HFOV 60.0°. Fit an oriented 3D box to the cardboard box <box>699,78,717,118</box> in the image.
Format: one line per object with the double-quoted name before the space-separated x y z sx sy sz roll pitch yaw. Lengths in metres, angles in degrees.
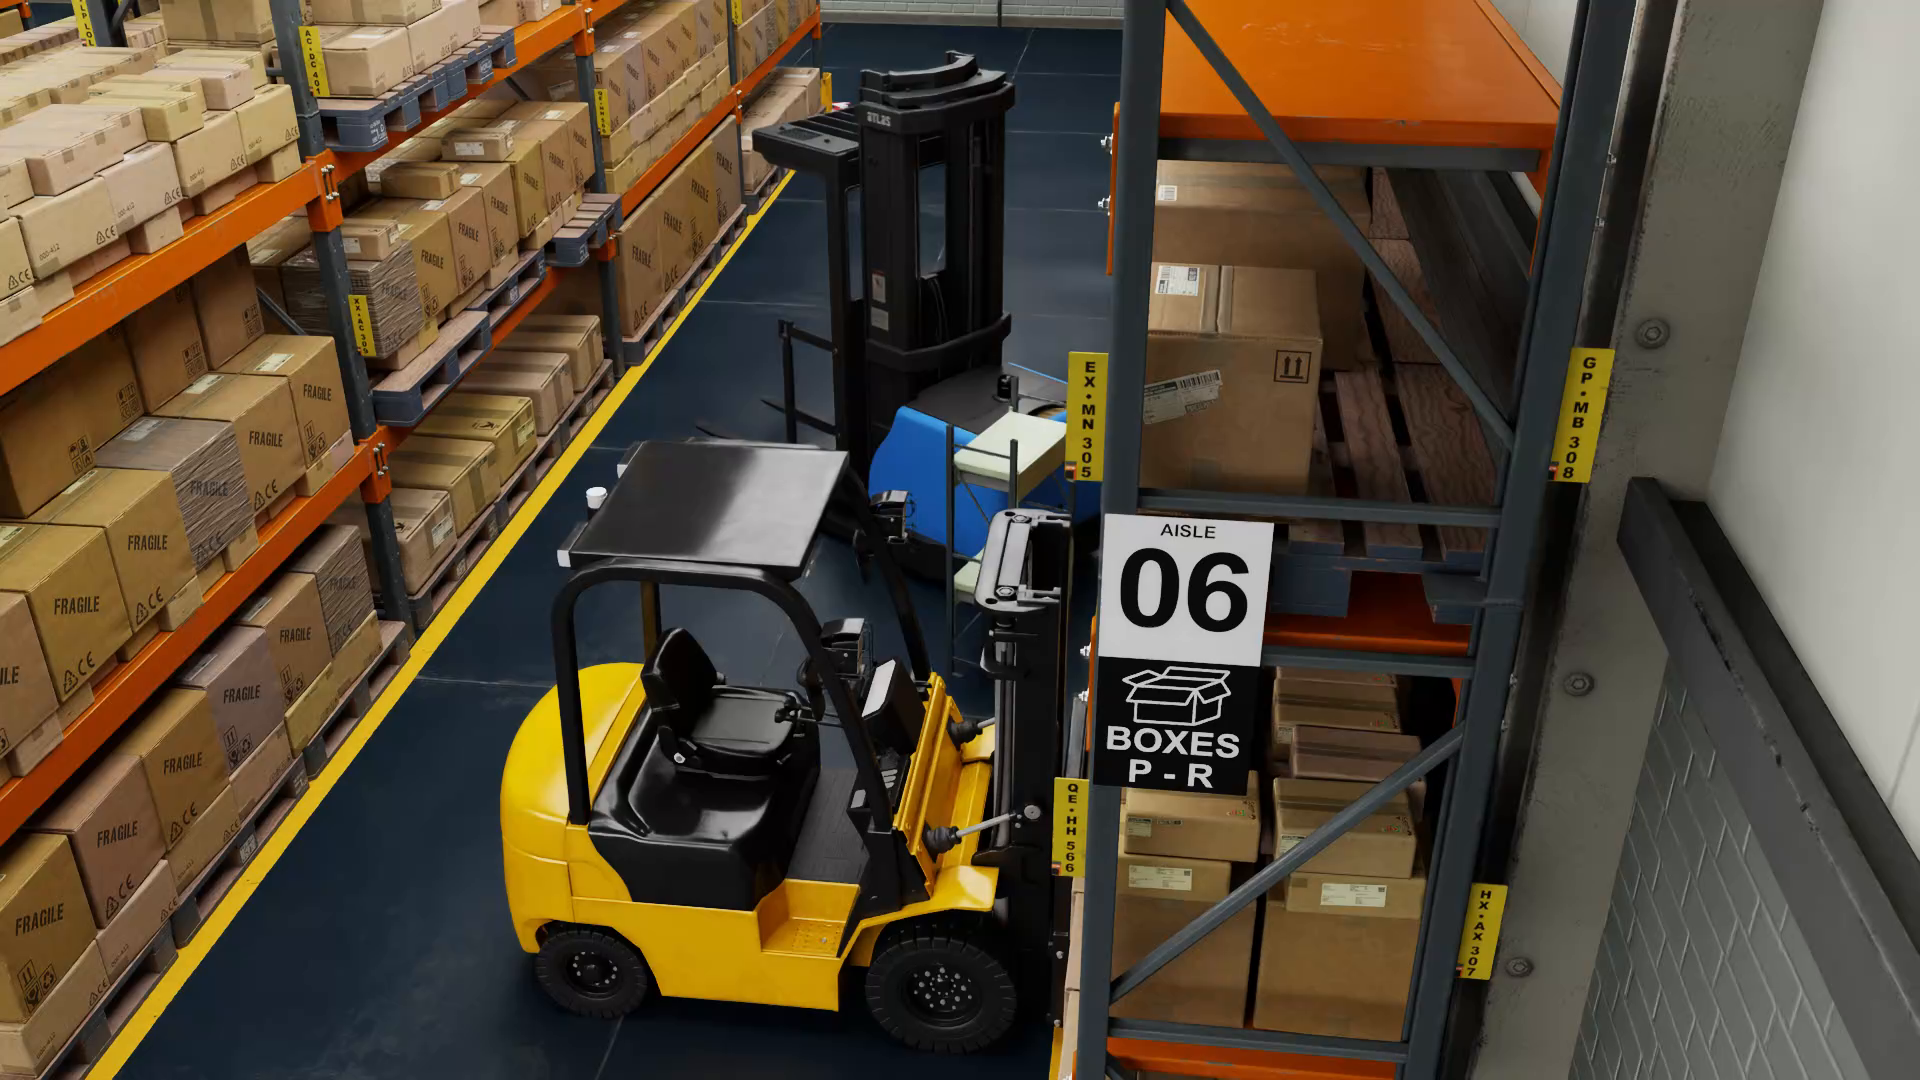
"cardboard box" -2.488 -3.977 14.919 0.500 0.250 0.500 3 28 5

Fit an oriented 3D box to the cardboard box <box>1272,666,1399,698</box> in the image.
"cardboard box" 1.219 0.459 5.424 0.380 0.149 0.250 4 29 6

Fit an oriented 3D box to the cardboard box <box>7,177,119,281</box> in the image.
"cardboard box" -3.571 -1.187 6.265 0.500 0.250 0.500 4 29 7

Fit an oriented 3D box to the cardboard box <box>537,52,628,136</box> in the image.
"cardboard box" -2.806 -3.327 12.396 0.500 0.500 0.500 2 28 5

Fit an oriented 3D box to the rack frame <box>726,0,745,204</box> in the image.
"rack frame" -2.619 -4.508 15.747 1.000 3.000 0.127 3 28 6

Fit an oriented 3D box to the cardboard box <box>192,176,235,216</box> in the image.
"cardboard box" -3.461 -1.550 7.360 0.380 0.149 0.250 4 29 7

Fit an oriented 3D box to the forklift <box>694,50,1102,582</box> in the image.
"forklift" -0.533 -1.524 10.280 3.031 2.935 1.130 24 37 37

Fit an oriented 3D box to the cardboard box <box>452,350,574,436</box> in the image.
"cardboard box" -3.271 -1.040 11.638 0.950 0.372 0.625 3 28 5

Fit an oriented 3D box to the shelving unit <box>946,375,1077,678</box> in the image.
"shelving unit" 0.285 -0.034 9.023 0.431 1.500 0.755 14 32 25

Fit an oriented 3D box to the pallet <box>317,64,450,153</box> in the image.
"pallet" -3.418 -2.265 8.618 1.213 0.211 1.003 3 28 6

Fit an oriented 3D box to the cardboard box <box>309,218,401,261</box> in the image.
"cardboard box" -3.191 -1.589 8.783 0.380 0.149 0.250 3 28 6

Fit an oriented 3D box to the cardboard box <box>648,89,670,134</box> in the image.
"cardboard box" -2.665 -3.481 13.471 0.500 0.250 0.500 3 28 6

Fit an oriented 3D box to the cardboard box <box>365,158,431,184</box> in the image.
"cardboard box" -3.579 -2.056 10.333 0.500 0.500 0.500 2 28 4

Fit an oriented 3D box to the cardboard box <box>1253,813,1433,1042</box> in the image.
"cardboard box" 1.173 1.166 5.109 0.500 0.500 0.500 4 29 8

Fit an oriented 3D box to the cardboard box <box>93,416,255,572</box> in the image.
"cardboard box" -3.523 -0.207 7.344 0.500 0.500 0.500 4 29 8

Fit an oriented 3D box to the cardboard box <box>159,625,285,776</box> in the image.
"cardboard box" -3.528 0.727 7.696 0.500 0.500 0.500 5 29 9

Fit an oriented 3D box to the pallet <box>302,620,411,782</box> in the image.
"pallet" -3.647 0.803 8.828 1.003 0.211 1.213 3 28 6

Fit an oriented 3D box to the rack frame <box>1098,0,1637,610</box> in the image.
"rack frame" 0.837 -1.214 3.307 1.000 3.000 0.127 3 28 6

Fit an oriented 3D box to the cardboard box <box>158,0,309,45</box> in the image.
"cardboard box" -3.655 -2.682 8.384 0.500 0.250 0.500 4 29 7

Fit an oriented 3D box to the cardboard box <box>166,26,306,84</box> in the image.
"cardboard box" -3.672 -2.465 8.508 0.500 0.250 0.500 3 28 5

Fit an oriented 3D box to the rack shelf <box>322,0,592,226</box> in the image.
"rack shelf" -3.355 -2.688 9.964 1.077 0.370 4.000 3 28 6

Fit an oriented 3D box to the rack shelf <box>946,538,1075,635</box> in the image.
"rack shelf" 0.285 0.253 9.178 0.431 0.370 0.720 14 32 25

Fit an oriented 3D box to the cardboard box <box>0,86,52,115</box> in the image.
"cardboard box" -4.065 -1.804 6.990 0.380 0.149 0.250 3 28 6

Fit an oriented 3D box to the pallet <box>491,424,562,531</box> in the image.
"pallet" -3.359 -0.457 11.168 1.003 0.211 1.213 3 28 6

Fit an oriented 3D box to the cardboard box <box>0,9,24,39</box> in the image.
"cardboard box" -11.964 -5.910 20.148 0.875 0.875 0.875 3 28 6

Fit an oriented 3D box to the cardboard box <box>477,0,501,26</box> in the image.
"cardboard box" -3.268 -3.272 10.181 0.797 0.503 0.637 3 28 6

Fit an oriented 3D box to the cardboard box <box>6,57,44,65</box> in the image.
"cardboard box" -7.657 -3.902 13.817 0.380 0.149 0.250 5 29 9

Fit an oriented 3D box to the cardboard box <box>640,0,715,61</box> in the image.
"cardboard box" -2.481 -4.523 14.616 0.500 0.500 0.500 4 29 7

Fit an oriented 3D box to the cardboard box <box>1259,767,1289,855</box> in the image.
"cardboard box" 1.103 0.833 5.044 0.380 0.149 0.250 3 28 6

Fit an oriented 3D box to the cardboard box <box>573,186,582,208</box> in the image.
"cardboard box" -2.877 -2.401 11.658 0.380 0.149 0.250 4 29 7

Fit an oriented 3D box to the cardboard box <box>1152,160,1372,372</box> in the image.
"cardboard box" 0.874 -0.865 5.169 0.700 0.500 0.500 4 29 7

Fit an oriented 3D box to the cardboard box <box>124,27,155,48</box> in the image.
"cardboard box" -7.498 -4.512 14.950 0.380 0.149 0.250 3 28 6

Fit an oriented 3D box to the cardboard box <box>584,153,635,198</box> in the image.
"cardboard box" -2.800 -2.775 12.688 0.500 0.250 0.500 3 28 5

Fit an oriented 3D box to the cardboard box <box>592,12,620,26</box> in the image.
"cardboard box" -3.115 -4.081 13.795 0.500 0.500 0.500 3 28 5

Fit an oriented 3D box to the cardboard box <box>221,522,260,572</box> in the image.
"cardboard box" -3.458 0.016 7.615 0.380 0.149 0.250 3 28 5

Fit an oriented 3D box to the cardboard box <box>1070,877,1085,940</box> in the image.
"cardboard box" 0.692 1.299 6.370 0.500 0.250 0.500 4 29 7

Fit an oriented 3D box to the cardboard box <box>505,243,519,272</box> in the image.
"cardboard box" -3.028 -1.798 10.538 0.380 0.149 0.250 2 28 5

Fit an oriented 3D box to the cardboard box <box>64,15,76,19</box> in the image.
"cardboard box" -8.077 -4.794 15.473 0.380 0.149 0.250 4 29 8

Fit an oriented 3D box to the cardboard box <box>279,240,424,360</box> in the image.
"cardboard box" -3.258 -1.306 8.942 0.500 0.500 0.500 4 29 7

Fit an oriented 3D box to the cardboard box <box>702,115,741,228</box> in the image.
"cardboard box" -2.616 -3.461 15.601 0.875 0.875 0.875 4 29 8

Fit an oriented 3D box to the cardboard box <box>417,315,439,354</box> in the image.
"cardboard box" -3.179 -1.175 9.383 0.380 0.149 0.250 4 29 7

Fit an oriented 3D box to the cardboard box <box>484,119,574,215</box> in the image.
"cardboard box" -2.942 -2.511 11.178 0.500 0.500 0.500 3 28 5

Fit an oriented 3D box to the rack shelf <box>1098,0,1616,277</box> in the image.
"rack shelf" 1.082 -1.663 5.320 1.077 0.370 4.000 3 28 6

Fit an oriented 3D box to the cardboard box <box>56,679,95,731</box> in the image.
"cardboard box" -3.638 0.623 6.488 0.380 0.149 0.250 4 29 8

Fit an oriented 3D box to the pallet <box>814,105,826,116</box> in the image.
"pallet" -2.150 -4.782 19.197 1.003 0.211 1.213 3 28 6

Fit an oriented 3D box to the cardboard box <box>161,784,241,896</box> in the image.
"cardboard box" -3.592 1.305 7.413 0.500 0.250 0.500 5 29 10

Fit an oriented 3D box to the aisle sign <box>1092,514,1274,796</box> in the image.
"aisle sign" 0.537 0.297 4.088 0.394 0.787 0.004 3 28 6

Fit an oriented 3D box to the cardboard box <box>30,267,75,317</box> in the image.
"cardboard box" -3.581 -0.942 6.230 0.380 0.149 0.250 3 28 5

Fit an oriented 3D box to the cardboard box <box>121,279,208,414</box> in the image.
"cardboard box" -3.953 -0.924 7.621 0.700 0.500 0.500 4 29 6

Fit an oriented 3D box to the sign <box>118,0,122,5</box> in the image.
"sign" -8.084 -5.157 16.039 0.100 0.325 0.005 3 28 6

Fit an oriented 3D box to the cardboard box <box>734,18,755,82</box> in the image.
"cardboard box" -2.302 -4.758 16.105 0.500 0.500 0.500 4 29 8

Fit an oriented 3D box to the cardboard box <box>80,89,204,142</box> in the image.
"cardboard box" -3.400 -1.768 6.922 0.380 0.149 0.250 4 29 8

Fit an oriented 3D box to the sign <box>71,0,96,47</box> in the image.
"sign" -4.151 -2.494 7.887 0.100 0.325 0.005 3 28 6

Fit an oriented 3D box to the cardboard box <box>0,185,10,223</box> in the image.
"cardboard box" -3.584 -1.164 5.801 0.380 0.149 0.250 4 29 8

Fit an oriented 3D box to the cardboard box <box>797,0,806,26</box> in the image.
"cardboard box" -2.002 -5.957 18.332 0.500 0.500 0.500 3 28 5

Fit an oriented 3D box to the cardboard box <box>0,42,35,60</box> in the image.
"cardboard box" -8.236 -4.190 14.351 0.380 0.149 0.250 4 29 8
